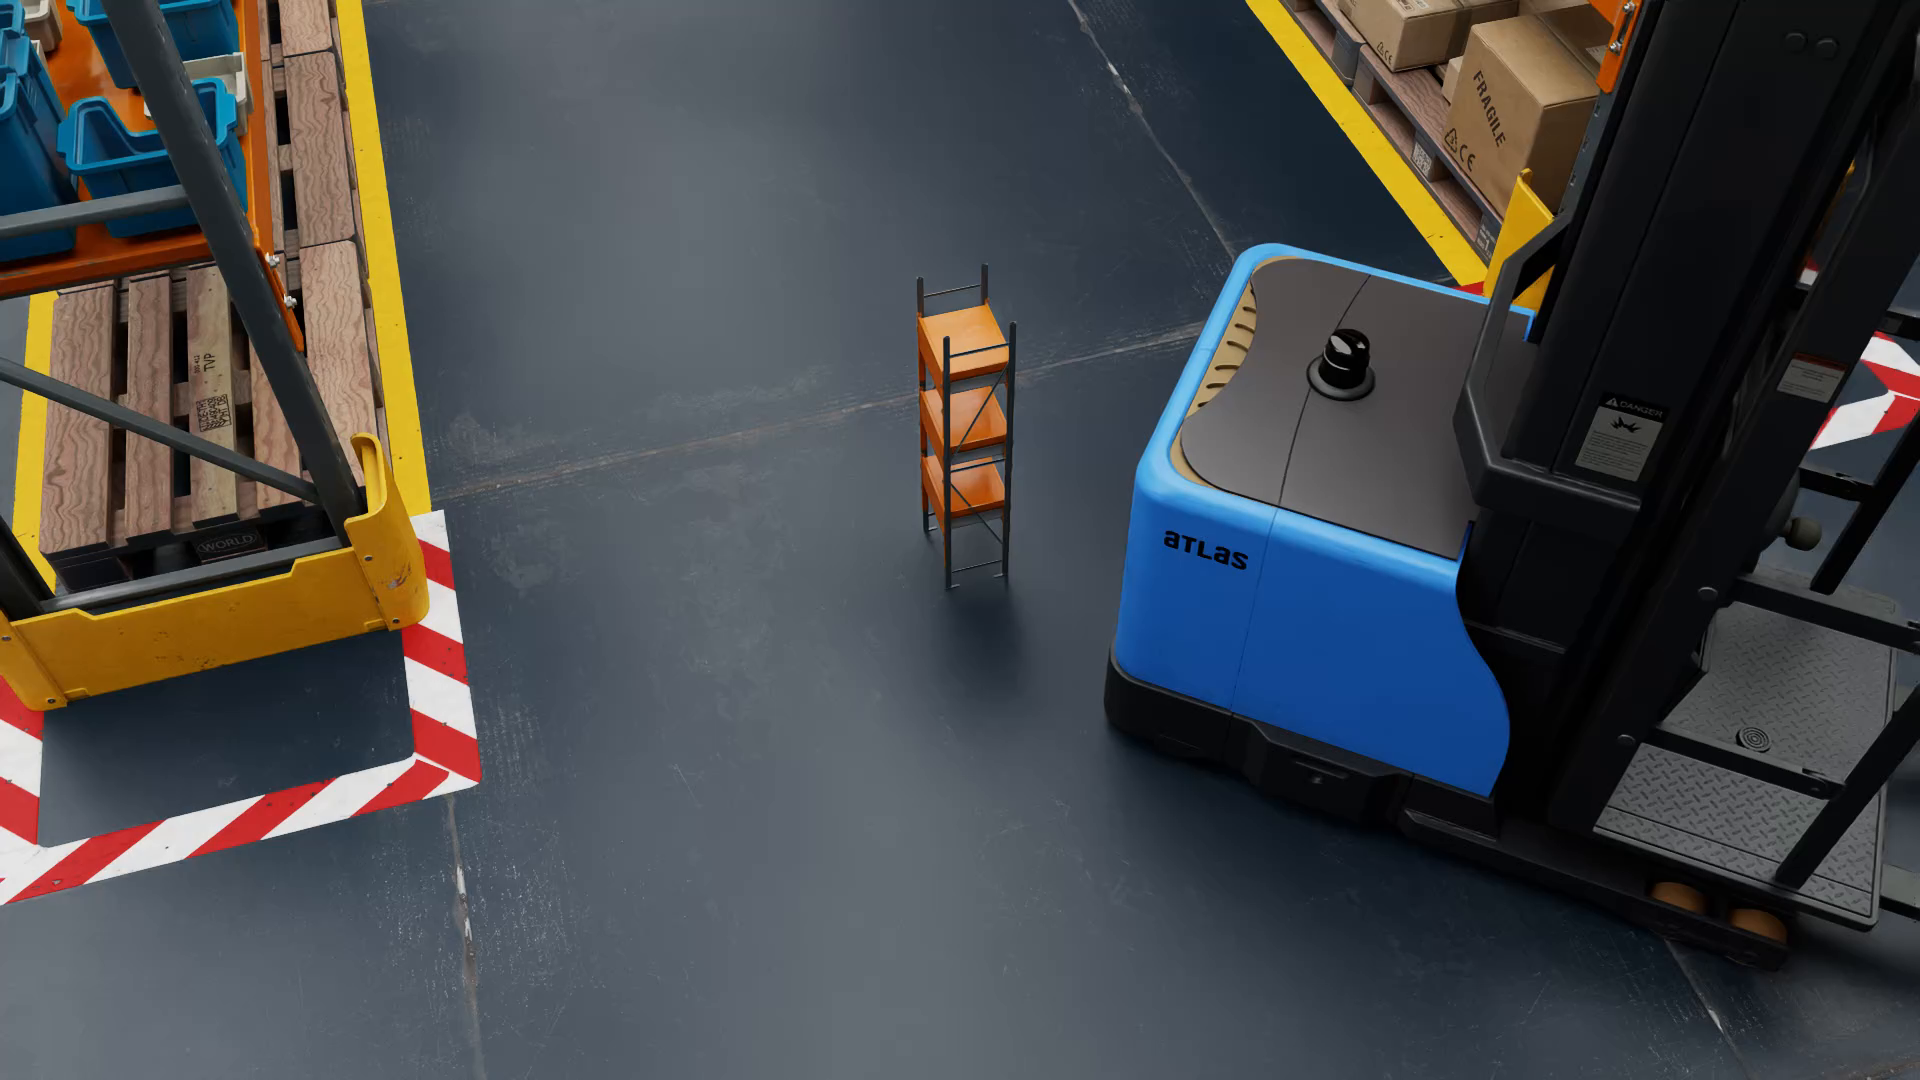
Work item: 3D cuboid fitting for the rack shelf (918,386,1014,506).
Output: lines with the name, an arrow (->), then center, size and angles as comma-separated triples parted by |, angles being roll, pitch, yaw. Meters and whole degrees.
rack shelf -> 0.016, -0.292, 4.824 | 0.215, 0.259, 0.240 | -13, 51, -11

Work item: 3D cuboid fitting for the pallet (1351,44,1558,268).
pallet -> 2.242, -1.584, 6.447 | 1.003, 0.211, 1.213 | -13, 51, -11

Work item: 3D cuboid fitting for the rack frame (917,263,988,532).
rack frame -> -0.020, -0.388, 4.891 | 0.200, 1.050, 0.008 | -13, 51, -11

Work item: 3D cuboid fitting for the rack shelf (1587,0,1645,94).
rack shelf -> 1.910, -3.074, 6.350 | 1.077, 0.370, 4.000 | -13, 51, -11

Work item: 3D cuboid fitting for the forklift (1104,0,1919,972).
forklift -> 1.978, -0.305, 3.590 | 3.031, 2.935, 1.130 | 18, 52, 15

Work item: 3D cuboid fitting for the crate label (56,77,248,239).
crate label -> -1.990, -0.948, 4.158 | 0.416, 0.233, 0.303 | -13, 51, -11

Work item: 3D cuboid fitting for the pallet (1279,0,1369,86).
pallet -> 1.885, -2.473, 7.197 | 1.003, 0.211, 1.213 | -13, 51, -11

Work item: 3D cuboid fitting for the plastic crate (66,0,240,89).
plastic crate -> -2.185, -1.429, 4.563 | 0.416, 0.233, 0.300 | -13, 51, -11

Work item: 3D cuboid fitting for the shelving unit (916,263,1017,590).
shelving unit -> 0.016, -0.299, 4.816 | 0.215, 1.050, 0.252 | -13, 51, -11

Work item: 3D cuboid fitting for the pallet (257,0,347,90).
pallet -> -3.160, -2.222, 6.986 | 1.003, 0.211, 1.213 | -13, 51, -11

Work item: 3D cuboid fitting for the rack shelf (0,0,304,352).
rack shelf -> -2.823, -1.957, 5.408 | 1.077, 0.370, 4.000 | -13, 51, -11

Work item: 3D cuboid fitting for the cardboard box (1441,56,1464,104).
cardboard box -> 2.072, -1.731, 6.313 | 0.380, 0.166, 0.250 | -13, 51, -11

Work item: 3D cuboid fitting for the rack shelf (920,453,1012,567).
rack shelf -> 0.016, -0.113, 5.036 | 0.215, 0.259, 0.240 | -13, 51, -11

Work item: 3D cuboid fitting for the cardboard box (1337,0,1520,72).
cardboard box -> 1.853, -2.143, 6.605 | 0.500, 0.250, 0.500 | -13, 51, -11

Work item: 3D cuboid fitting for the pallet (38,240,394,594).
pallet -> -2.438, -0.440, 5.483 | 1.003, 0.211, 1.213 | -13, 51, -11

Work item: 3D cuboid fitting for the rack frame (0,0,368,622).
rack frame -> -2.231, -0.728, 3.902 | 1.000, 3.000, 0.127 | -13, 51, -11

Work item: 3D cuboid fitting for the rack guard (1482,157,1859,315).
rack guard -> 2.479, -1.095, 5.846 | 1.175, 0.500, 0.348 | -13, 51, -11

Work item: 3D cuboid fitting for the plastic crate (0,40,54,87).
plastic crate -> -2.645, -1.217, 4.447 | 0.396, 0.136, 0.243 | -13, 51, -11

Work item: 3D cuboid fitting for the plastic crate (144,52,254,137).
plastic crate -> -2.006, -1.170, 4.408 | 0.250, 0.136, 0.298 | -13, 51, -11

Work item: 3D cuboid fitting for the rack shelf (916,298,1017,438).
rack shelf -> 0.016, -0.475, 4.607 | 0.215, 0.259, 0.240 | -13, 51, -11

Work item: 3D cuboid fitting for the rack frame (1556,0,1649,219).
rack frame -> 2.502, -1.845, 4.844 | 1.000, 3.000, 0.127 | -13, 51, -11

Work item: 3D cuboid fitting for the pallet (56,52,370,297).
pallet -> -2.795, -1.330, 6.233 | 1.003, 0.211, 1.213 | -13, 51, -11

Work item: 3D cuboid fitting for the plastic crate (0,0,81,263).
plastic crate -> -2.509, -0.961, 4.036 | 0.616, 0.435, 0.499 | -13, 51, -11

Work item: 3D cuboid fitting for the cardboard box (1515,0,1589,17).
cardboard box -> 2.464, -1.927, 6.424 | 0.500, 0.250, 0.500 | -13, 51, -11

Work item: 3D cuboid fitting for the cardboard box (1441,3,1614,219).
cardboard box -> 2.105, -1.523, 5.919 | 0.500, 0.500, 0.500 | -13, 51, -11

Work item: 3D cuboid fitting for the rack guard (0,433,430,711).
rack guard -> -2.212, 0.092, 4.845 | 1.175, 0.500, 0.348 | -13, 51, -11

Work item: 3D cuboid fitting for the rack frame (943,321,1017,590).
rack frame -> 0.052, -0.210, 4.741 | 0.200, 1.050, 0.008 | -13, 51, -11

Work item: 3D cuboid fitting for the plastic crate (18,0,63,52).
plastic crate -> -2.717, -1.432, 4.629 | 0.396, 0.136, 0.243 | -13, 51, -11
